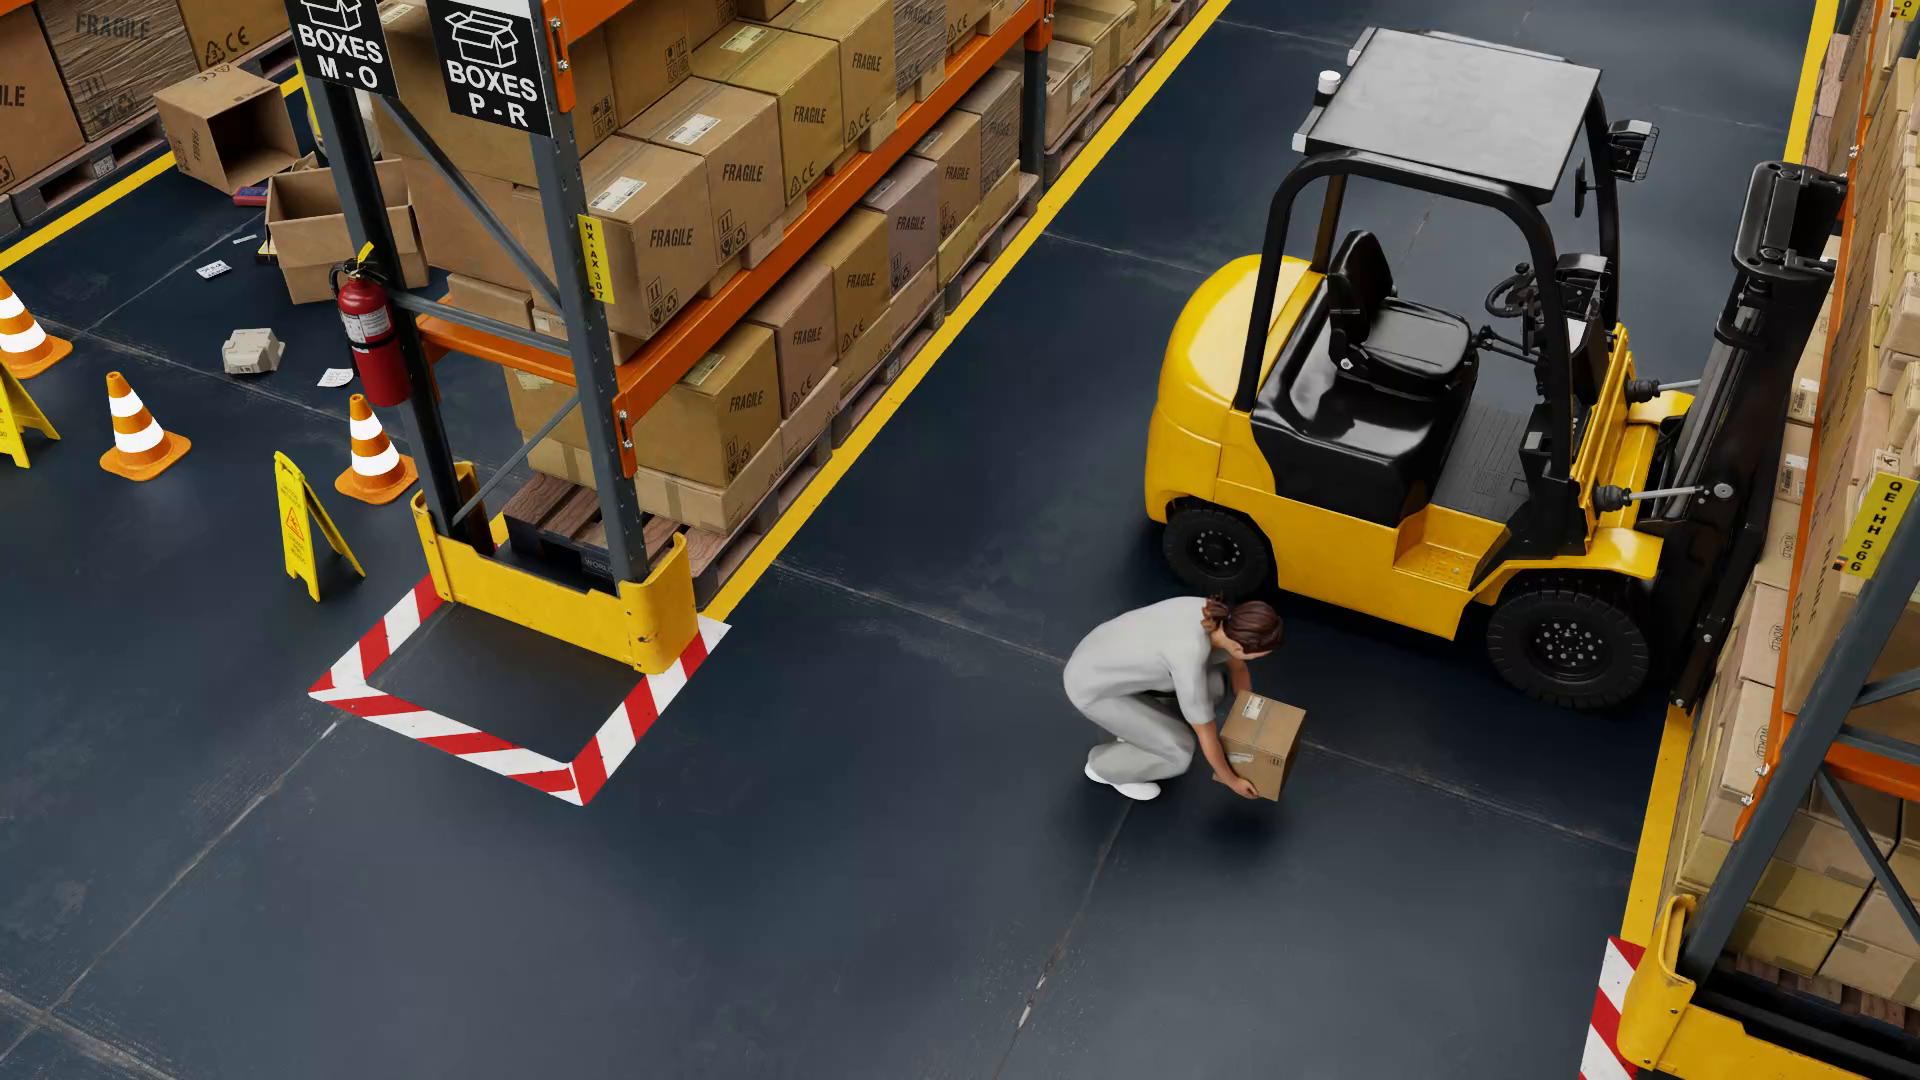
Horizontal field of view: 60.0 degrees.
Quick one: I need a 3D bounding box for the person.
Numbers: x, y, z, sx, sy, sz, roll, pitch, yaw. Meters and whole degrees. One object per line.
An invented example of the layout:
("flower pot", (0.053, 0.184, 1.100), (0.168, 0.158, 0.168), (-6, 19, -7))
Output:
("person", (0.790, 0.527, 6.104), (0.803, 0.915, 0.485), (17, 45, 18))
